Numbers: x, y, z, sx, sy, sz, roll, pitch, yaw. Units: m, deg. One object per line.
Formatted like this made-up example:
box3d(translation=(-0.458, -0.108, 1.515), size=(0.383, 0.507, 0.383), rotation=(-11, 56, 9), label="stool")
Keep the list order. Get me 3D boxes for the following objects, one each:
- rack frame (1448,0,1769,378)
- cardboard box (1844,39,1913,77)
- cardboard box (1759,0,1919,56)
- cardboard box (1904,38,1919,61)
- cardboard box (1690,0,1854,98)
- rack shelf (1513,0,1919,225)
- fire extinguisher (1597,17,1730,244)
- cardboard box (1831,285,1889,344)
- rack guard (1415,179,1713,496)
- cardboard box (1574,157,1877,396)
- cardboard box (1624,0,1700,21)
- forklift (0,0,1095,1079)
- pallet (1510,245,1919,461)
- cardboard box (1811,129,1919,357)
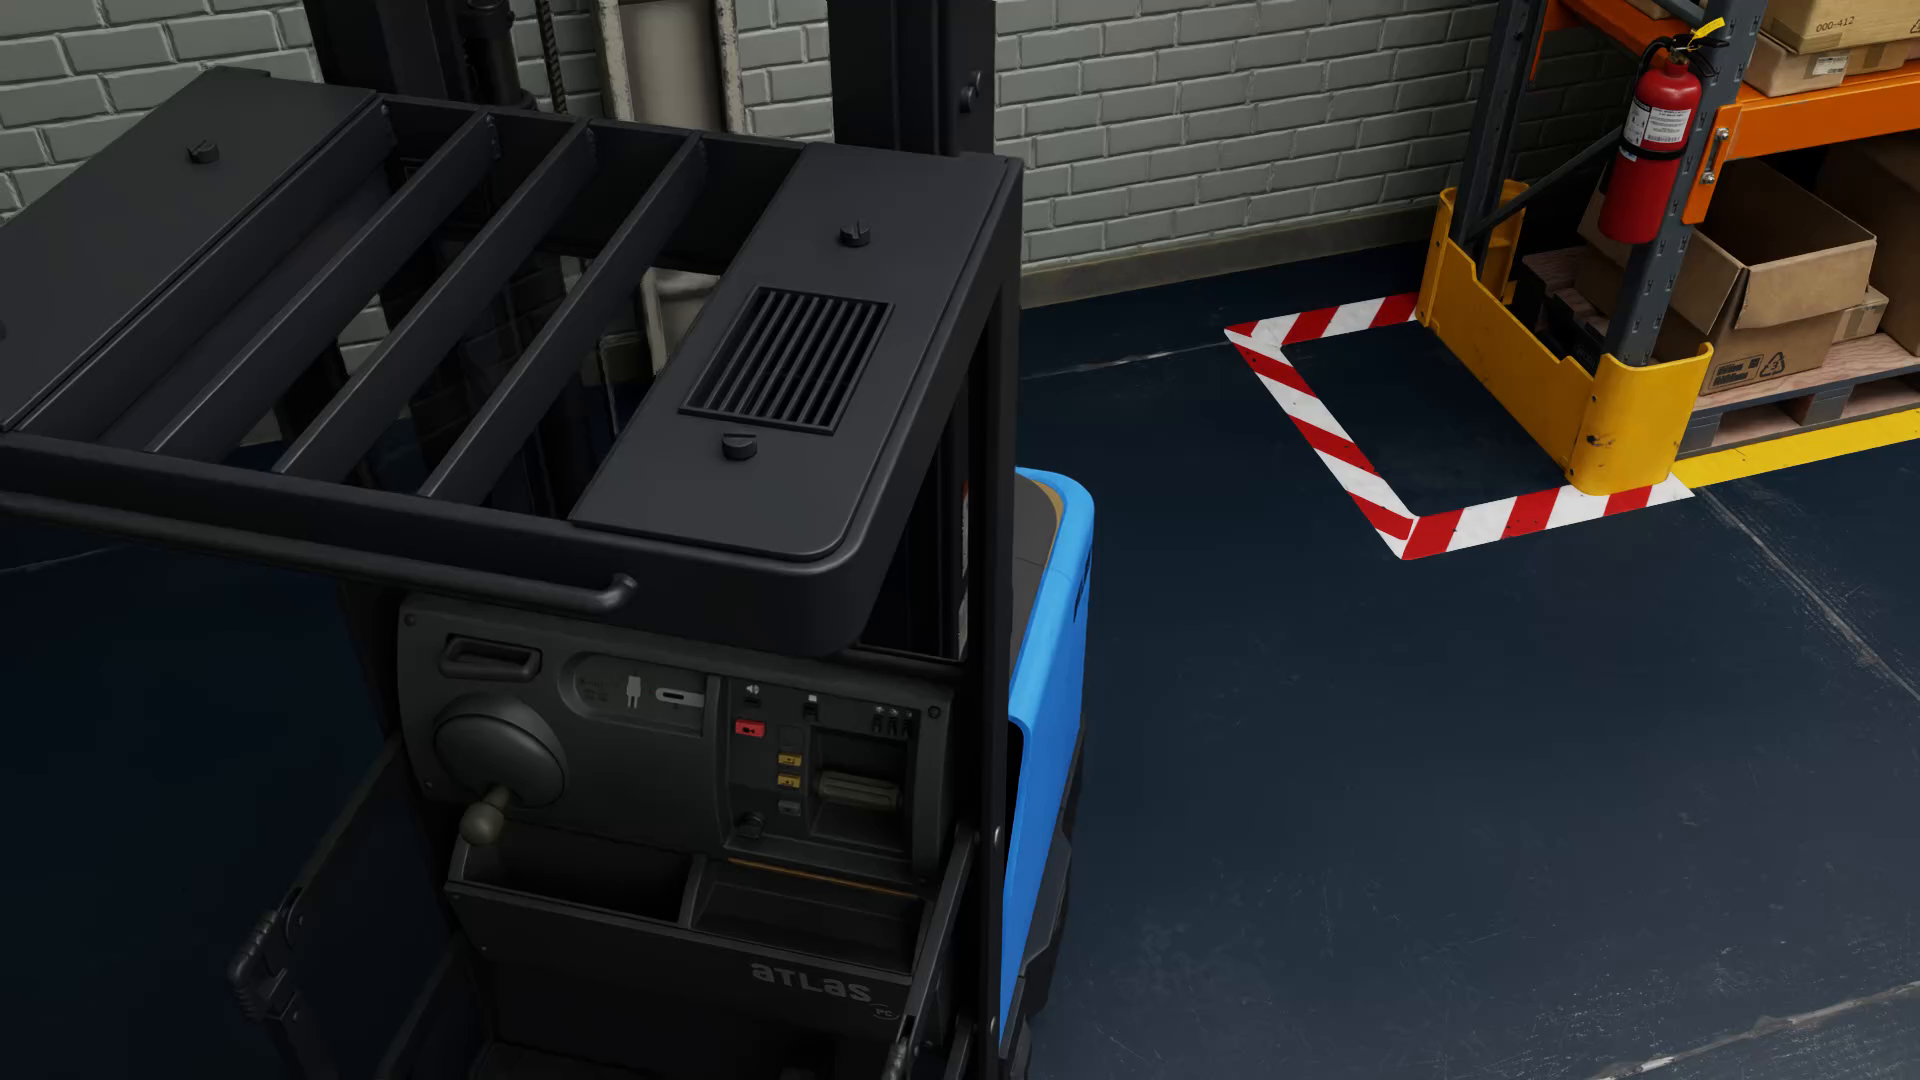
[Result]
box3d(translation=(1.949, -1.647, 4.855), size=(0.127, 3.000, 1.000), rotation=(-12, 42, -13), label="rack frame")
box3d(translation=(2.574, -1.525, 4.906), size=(0.250, 0.149, 0.380), rotation=(-11, 42, -12), label="cardboard box")
box3d(translation=(2.463, -1.623, 4.716), size=(0.500, 0.250, 0.500), rotation=(-11, 42, -13), label="cardboard box")
box3d(translation=(2.814, -1.598, 4.991), size=(0.250, 0.149, 0.380), rotation=(-12, 43, -14), label="cardboard box")
box3d(translation=(2.345, -1.445, 4.815), size=(0.250, 0.149, 0.380), rotation=(-12, 43, -13), label="cardboard box")
box3d(translation=(3.857, -1.771, 5.545), size=(4.000, 0.370, 1.077), rotation=(-12, 42, -13), label="rack shelf")
box3d(translation=(1.948, -1.158, 4.638), size=(0.183, 0.674, 0.296), rotation=(-12, 42, -13), label="fire extinguisher")
box3d(translation=(2.978, -0.853, 5.794), size=(0.250, 0.149, 0.380), rotation=(-13, 43, -15), label="cardboard box")
box3d(translation=(2.022, -0.721, 5.695), size=(0.348, 0.500, 1.175), rotation=(-12, 42, -13), label="rack guard")
box3d(translation=(2.561, -0.927, 5.609), size=(0.637, 0.503, 0.797), rotation=(-13, 43, -15), label="cardboard box")
box3d(translation=(2.185, -1.786, 5.206), size=(0.250, 0.149, 0.380), rotation=(-12, 43, -14), label="cardboard box")
box3d(translation=(-0.521, 0.429, 2.532), size=(1.130, 2.935, 3.031), rotation=(9, 42, 10), label="forklift")
box3d(translation=(2.782, -0.770, 5.971), size=(1.213, 0.211, 1.003), rotation=(-12, 42, -13), label="pallet")
box3d(translation=(3.388, -1.070, 5.775), size=(0.500, 0.500, 0.700), rotation=(-10, 42, -11), label="cardboard box")
